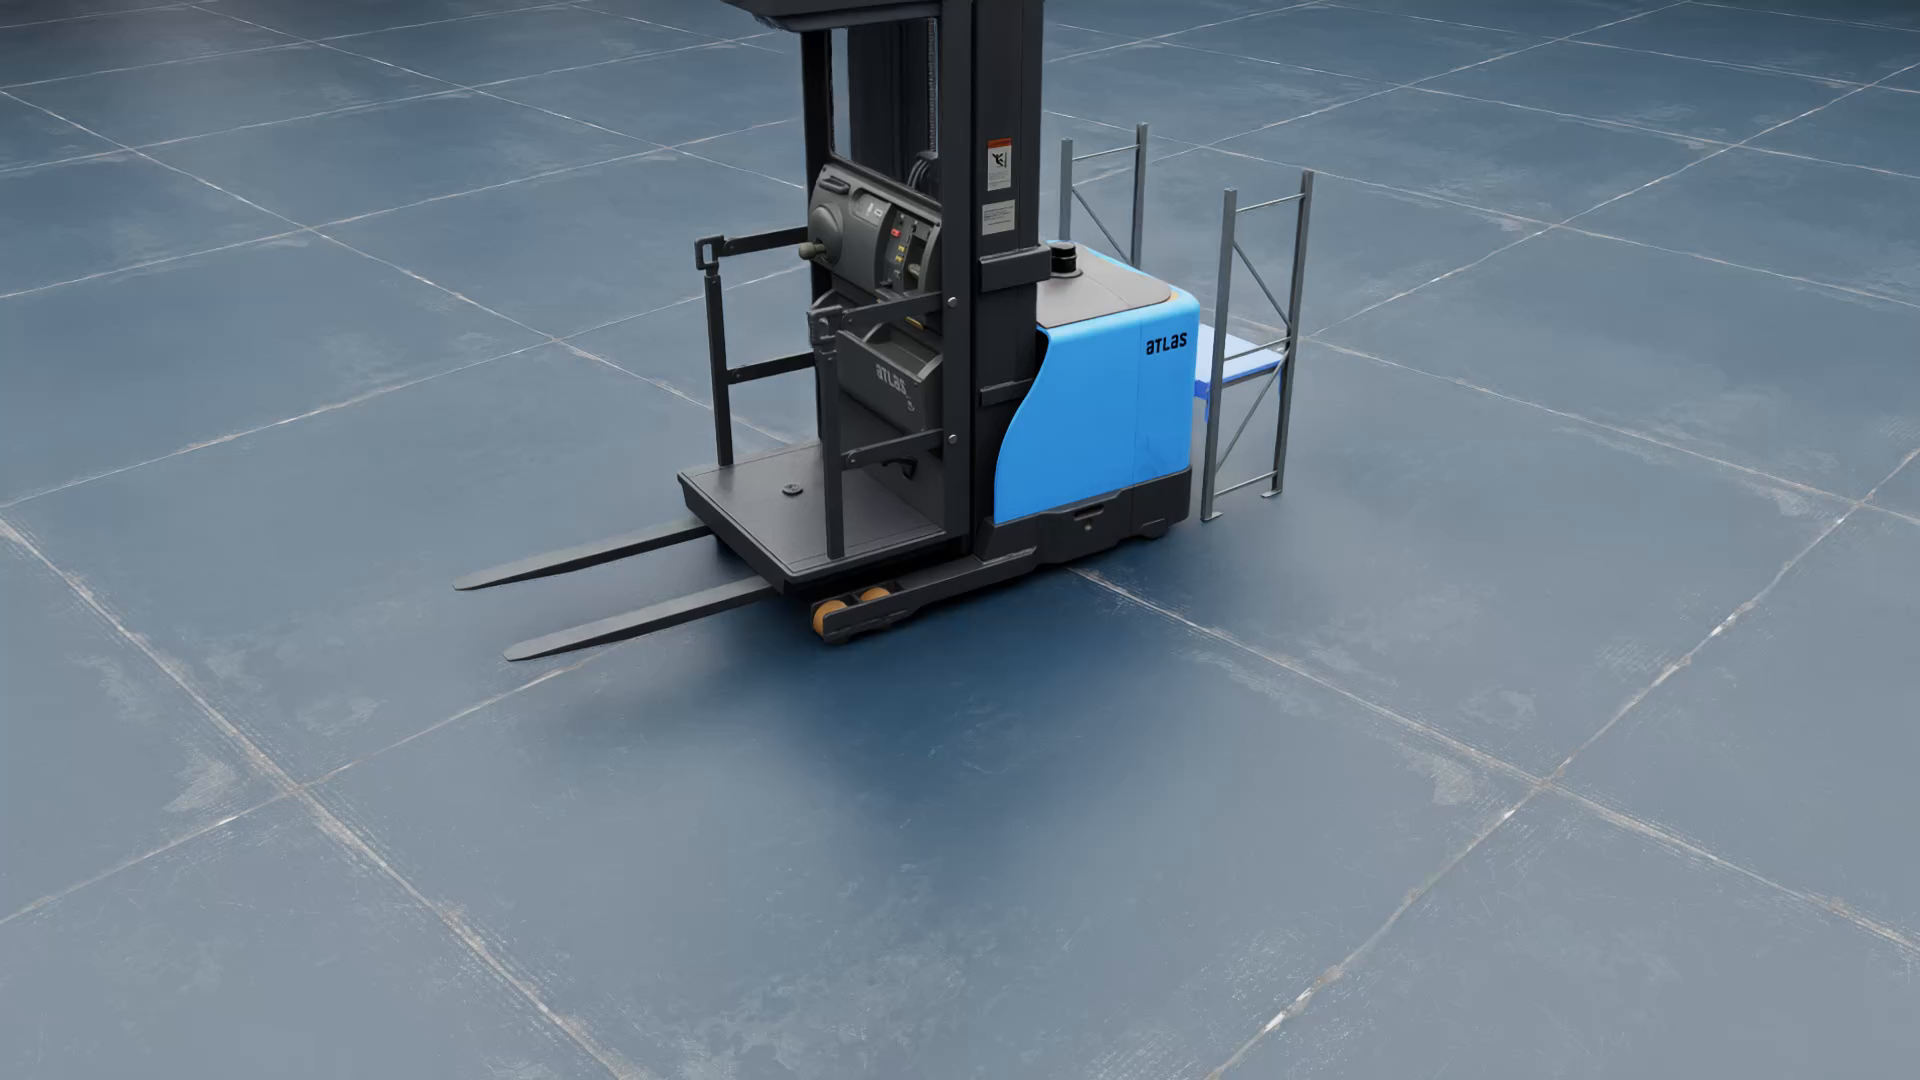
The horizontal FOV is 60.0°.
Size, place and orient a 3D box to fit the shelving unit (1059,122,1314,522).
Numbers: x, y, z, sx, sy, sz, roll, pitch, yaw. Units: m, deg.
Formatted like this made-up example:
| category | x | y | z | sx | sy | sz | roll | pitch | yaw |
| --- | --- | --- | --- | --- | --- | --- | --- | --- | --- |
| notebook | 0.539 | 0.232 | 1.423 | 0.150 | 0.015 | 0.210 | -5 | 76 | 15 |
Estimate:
| category | x | y | z | sx | sy | sz | roll | pitch | yaw |
| --- | --- | --- | --- | --- | --- | --- | --- | --- | --- |
| shelving unit | 0.970 | -1.008 | 7.555 | 0.538 | 1.500 | 1.048 | -20 | 33 | -32 |

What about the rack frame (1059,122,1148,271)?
| category | x | y | z | sx | sy | sz | roll | pitch | yaw |
| --- | --- | --- | --- | --- | --- | --- | --- | --- | --- |
| rack frame | 0.661 | -1.196 | 7.913 | 0.500 | 1.500 | 0.032 | -20 | 33 | -32 |

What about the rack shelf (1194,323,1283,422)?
| category | x | y | z | sx | sy | sz | roll | pitch | yaw |
| --- | --- | --- | --- | --- | --- | --- | --- | --- | --- |
| rack shelf | 0.970 | -0.849 | 7.639 | 0.538 | 0.185 | 1.000 | -20 | 33 | -32 |

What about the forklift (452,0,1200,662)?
| category | x | y | z | sx | sy | sz | roll | pitch | yaw |
| --- | --- | --- | --- | --- | --- | --- | --- | --- | --- |
| forklift | -0.512 | -1.173 | 6.332 | 3.031 | 2.935 | 1.130 | -16 | 32 | -28 |

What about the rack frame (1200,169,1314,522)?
| category | x | y | z | sx | sy | sz | roll | pitch | yaw |
| --- | --- | --- | --- | --- | --- | --- | --- | --- | --- |
| rack frame | 1.278 | -0.820 | 7.197 | 0.500 | 1.500 | 0.032 | -20 | 33 | -32 |
